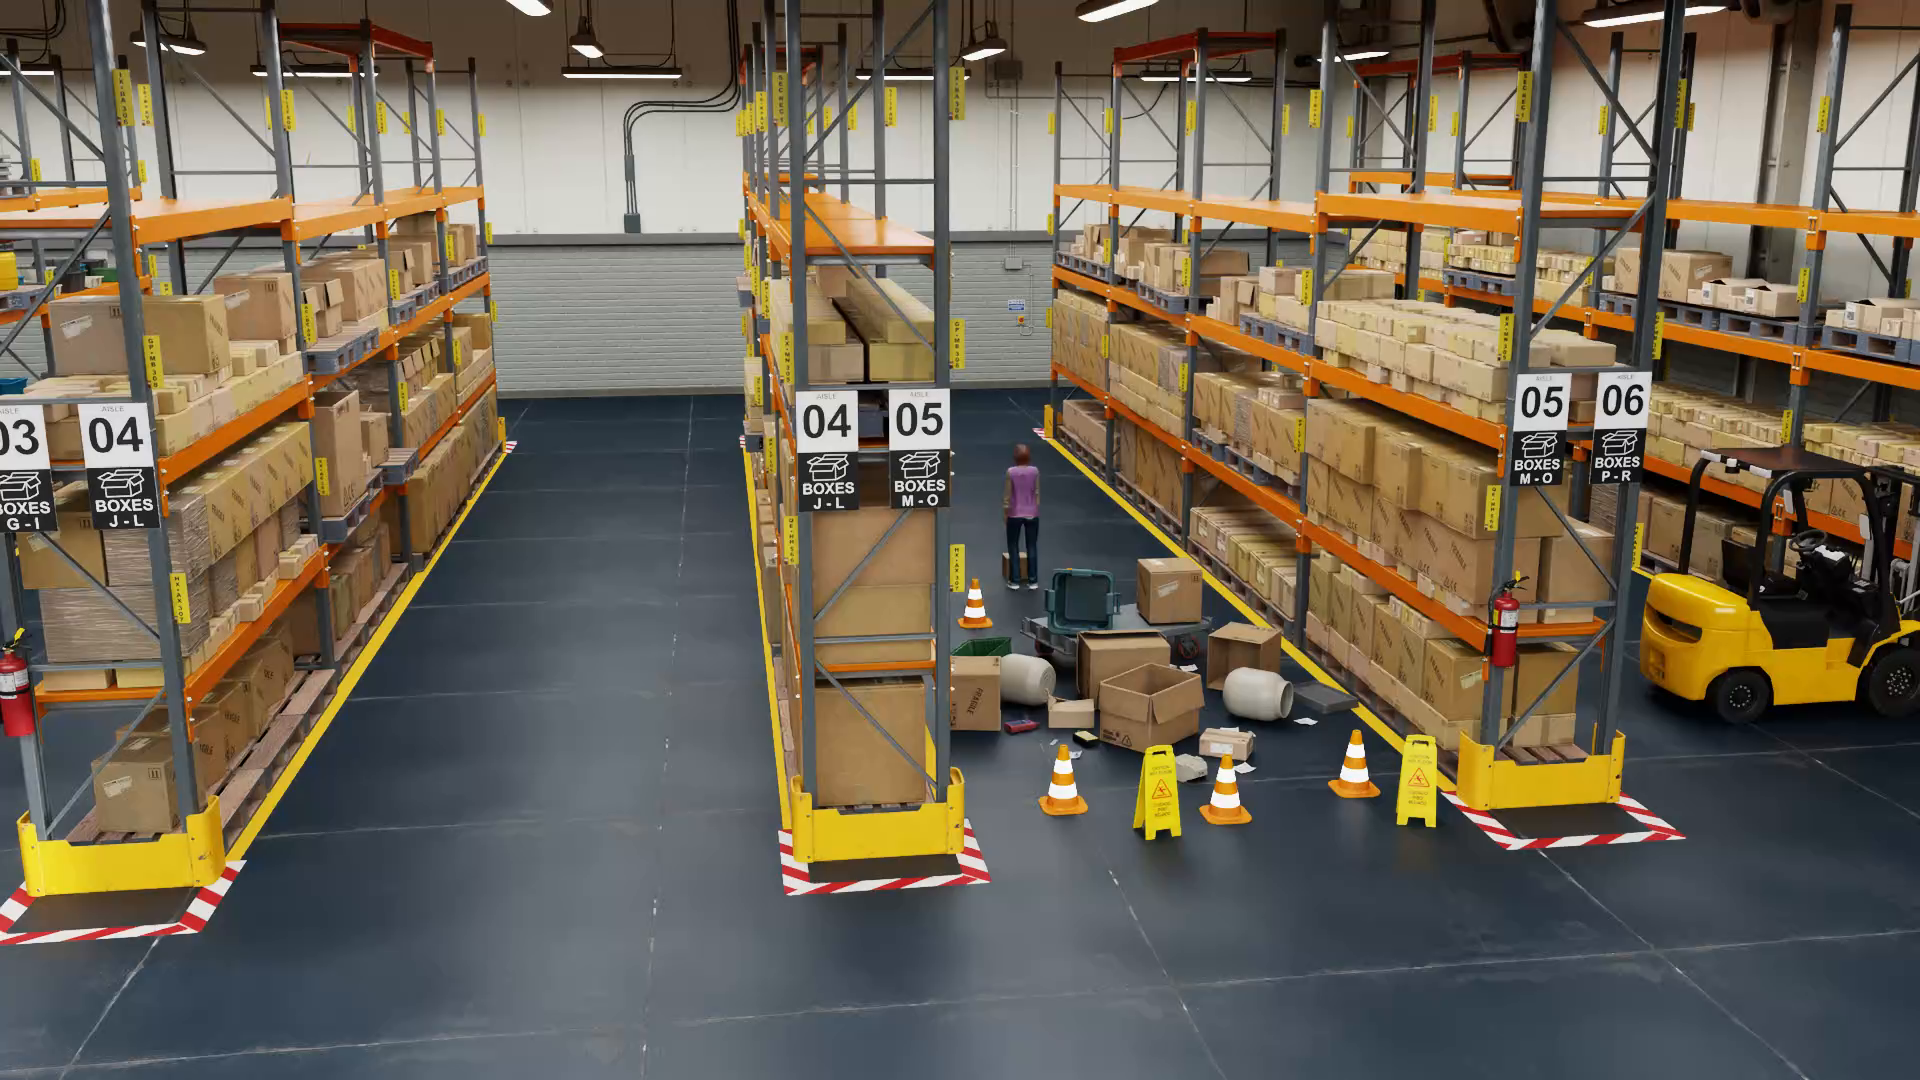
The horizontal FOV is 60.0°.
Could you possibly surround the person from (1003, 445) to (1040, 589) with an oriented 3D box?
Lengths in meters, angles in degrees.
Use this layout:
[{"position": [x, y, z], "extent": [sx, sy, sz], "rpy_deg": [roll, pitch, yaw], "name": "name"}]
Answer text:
[{"position": [0.663, -0.242, 18.067], "extent": [0.407, 1.583, 0.301], "rpy_deg": [-2, 14, -7], "name": "person"}]
